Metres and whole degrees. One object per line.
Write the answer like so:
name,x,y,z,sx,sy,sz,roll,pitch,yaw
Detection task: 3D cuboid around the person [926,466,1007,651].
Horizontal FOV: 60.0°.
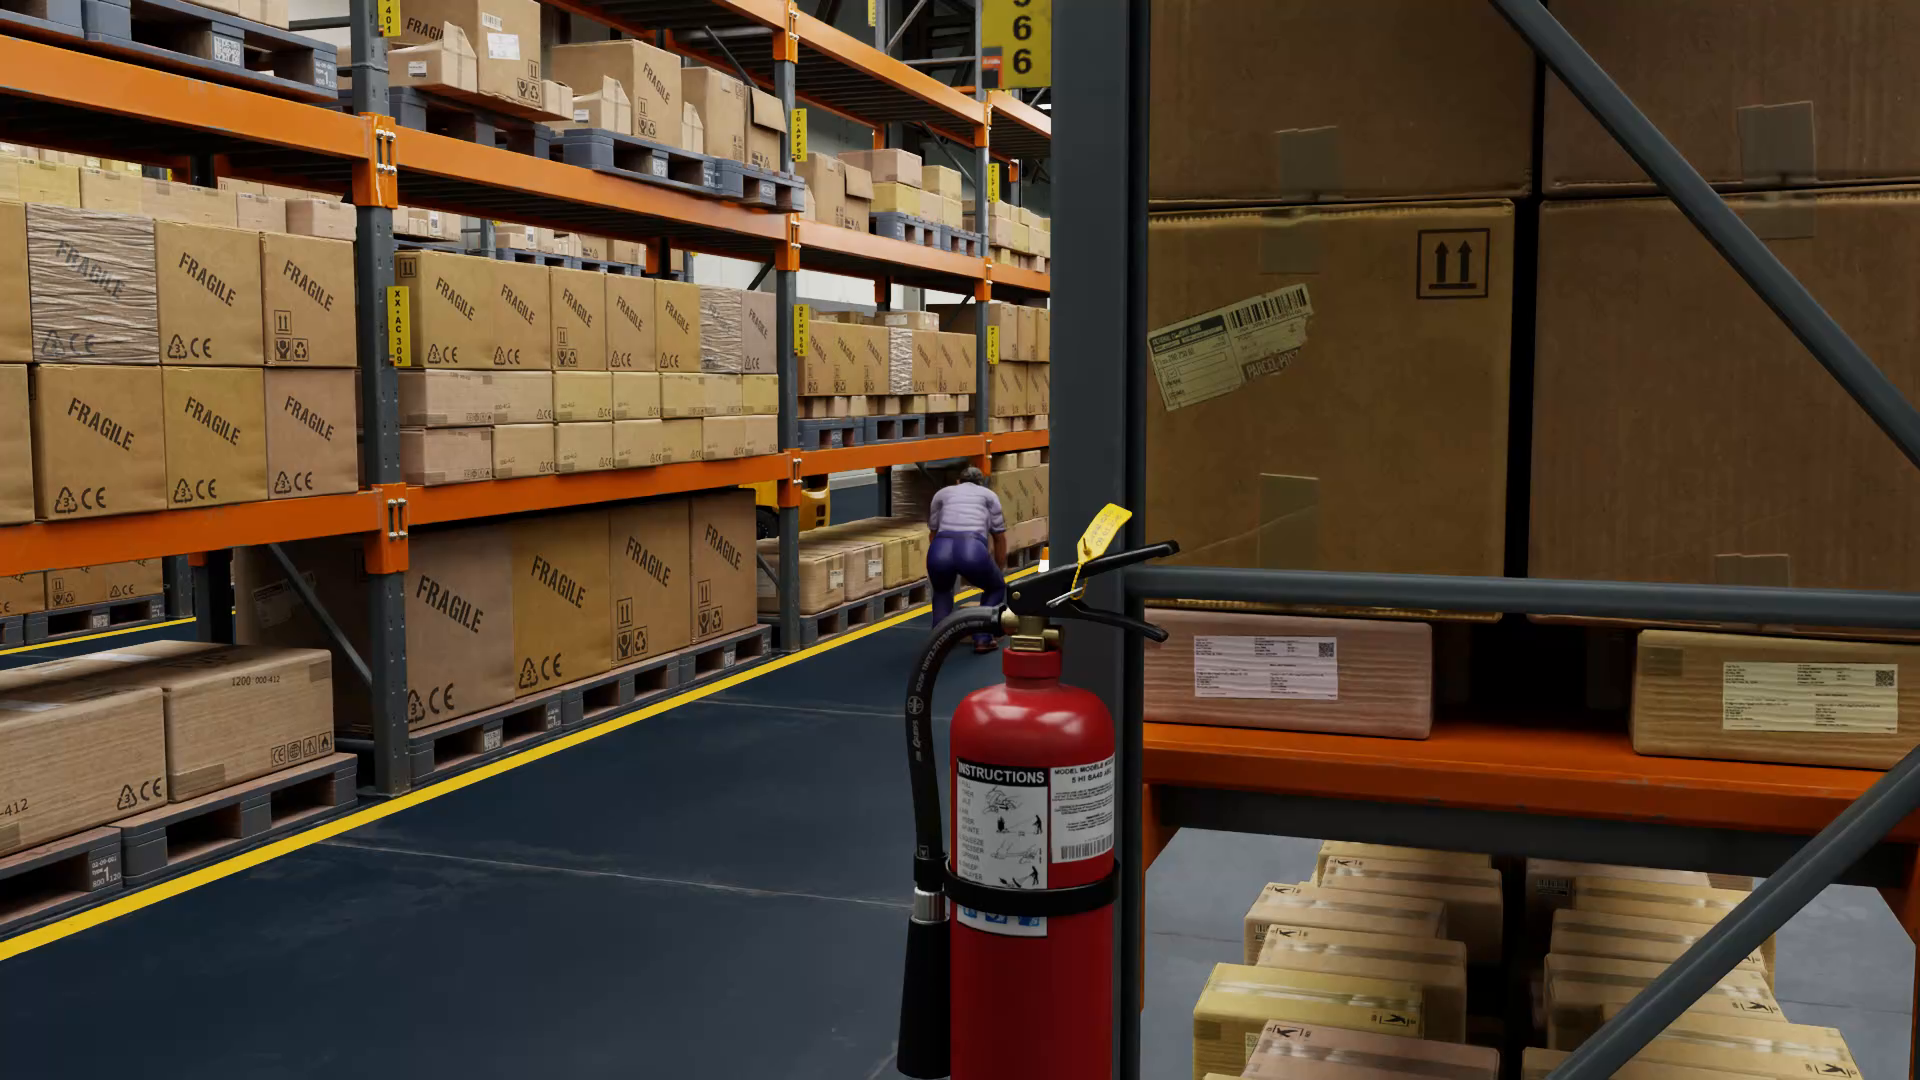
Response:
person,0.013,0.127,10.929,0.536,1.198,0.741,2,6,16
